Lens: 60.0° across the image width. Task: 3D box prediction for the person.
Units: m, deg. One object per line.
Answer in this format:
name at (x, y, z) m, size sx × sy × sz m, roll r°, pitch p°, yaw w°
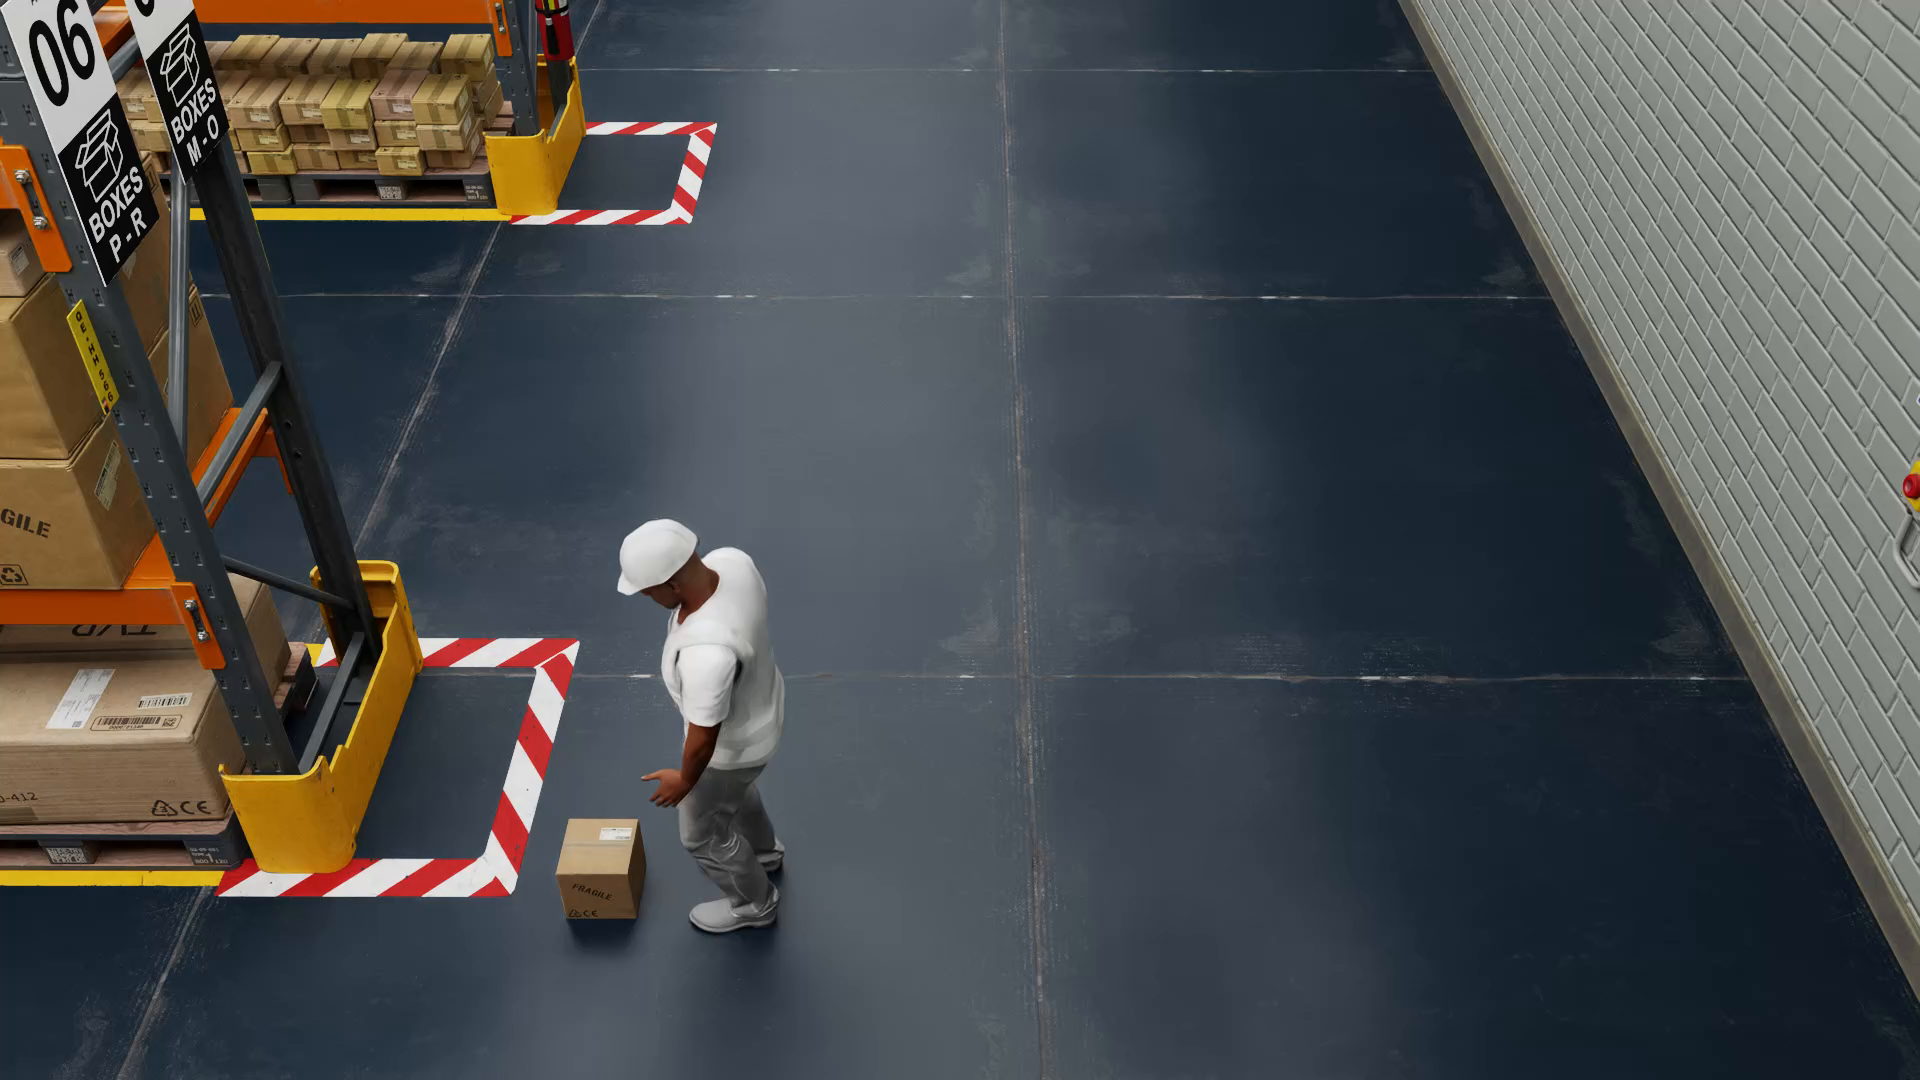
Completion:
person at (-0.803, 0.620, 5.421) m, size 0.453 × 1.717 × 0.591 m, roll 1°, pitch 39°, yaw 1°
